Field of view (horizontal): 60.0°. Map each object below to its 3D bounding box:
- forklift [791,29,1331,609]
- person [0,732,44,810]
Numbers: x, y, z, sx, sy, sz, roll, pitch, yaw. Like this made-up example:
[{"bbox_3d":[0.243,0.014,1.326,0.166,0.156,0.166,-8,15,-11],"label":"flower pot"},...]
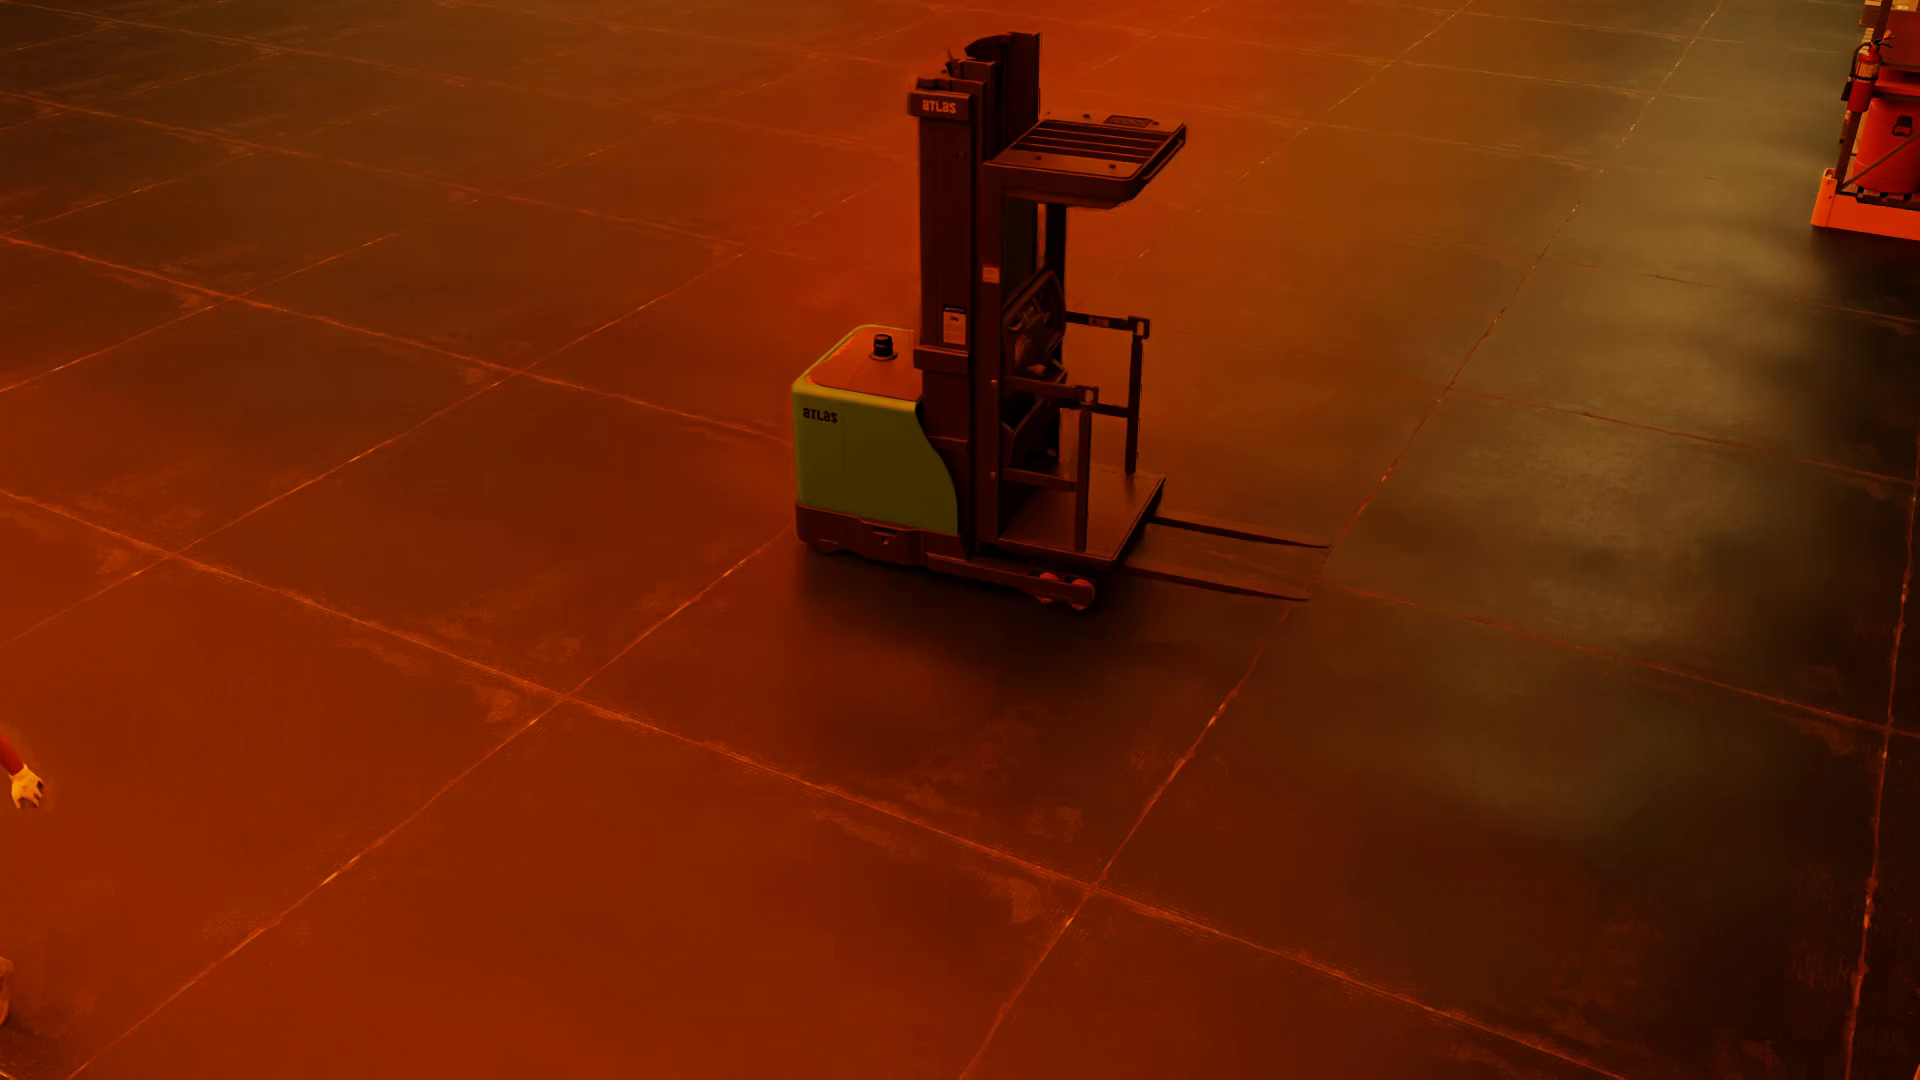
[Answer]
[{"bbox_3d":[0.594,-1.182,9.118,3.031,2.935,1.130,11,32,18],"label":"forklift"},{"bbox_3d":[-4.051,1.131,6.376,0.694,1.756,0.794,10,31,16],"label":"person"}]
